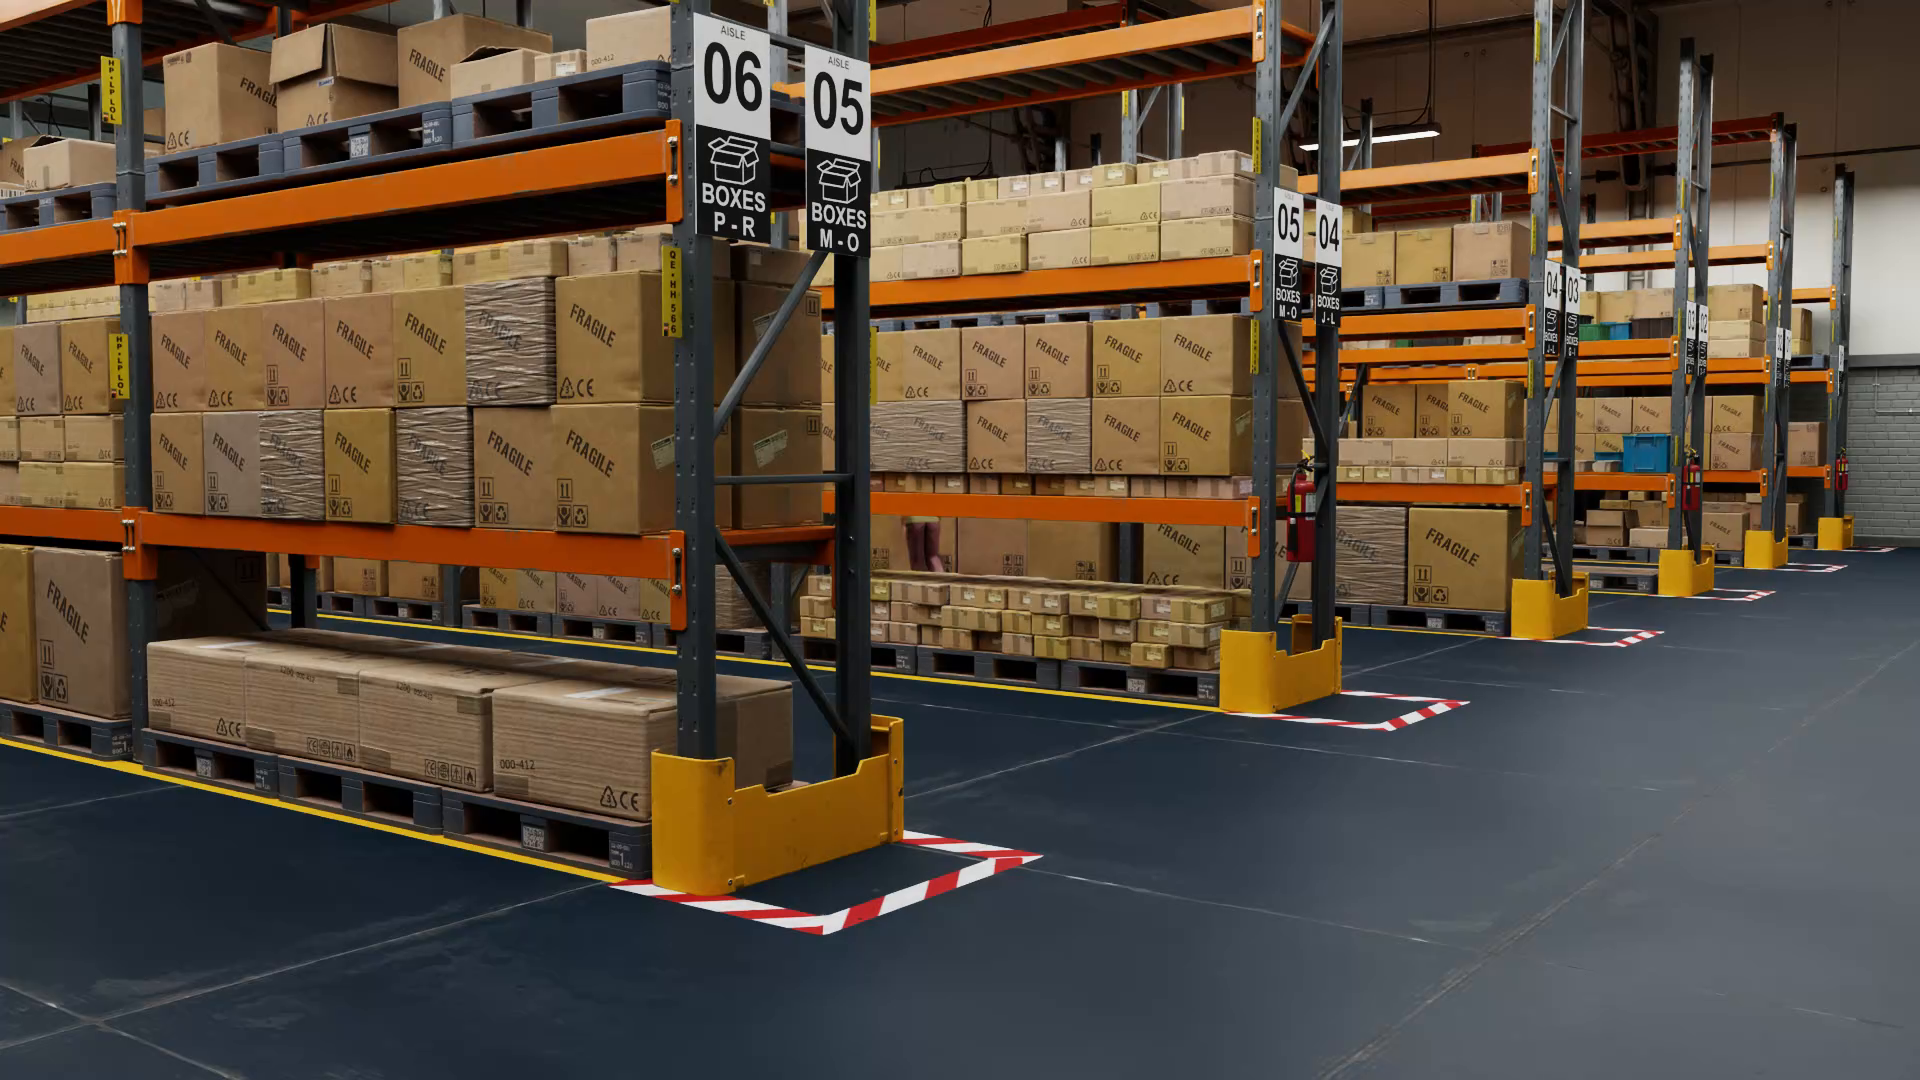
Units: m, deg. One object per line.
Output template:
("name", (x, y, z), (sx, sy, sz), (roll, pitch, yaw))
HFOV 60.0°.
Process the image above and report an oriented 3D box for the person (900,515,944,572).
("person", (-0.365, -0.128, 16.215), (0.491, 1.658, 0.678), (-1, 4, -22))
